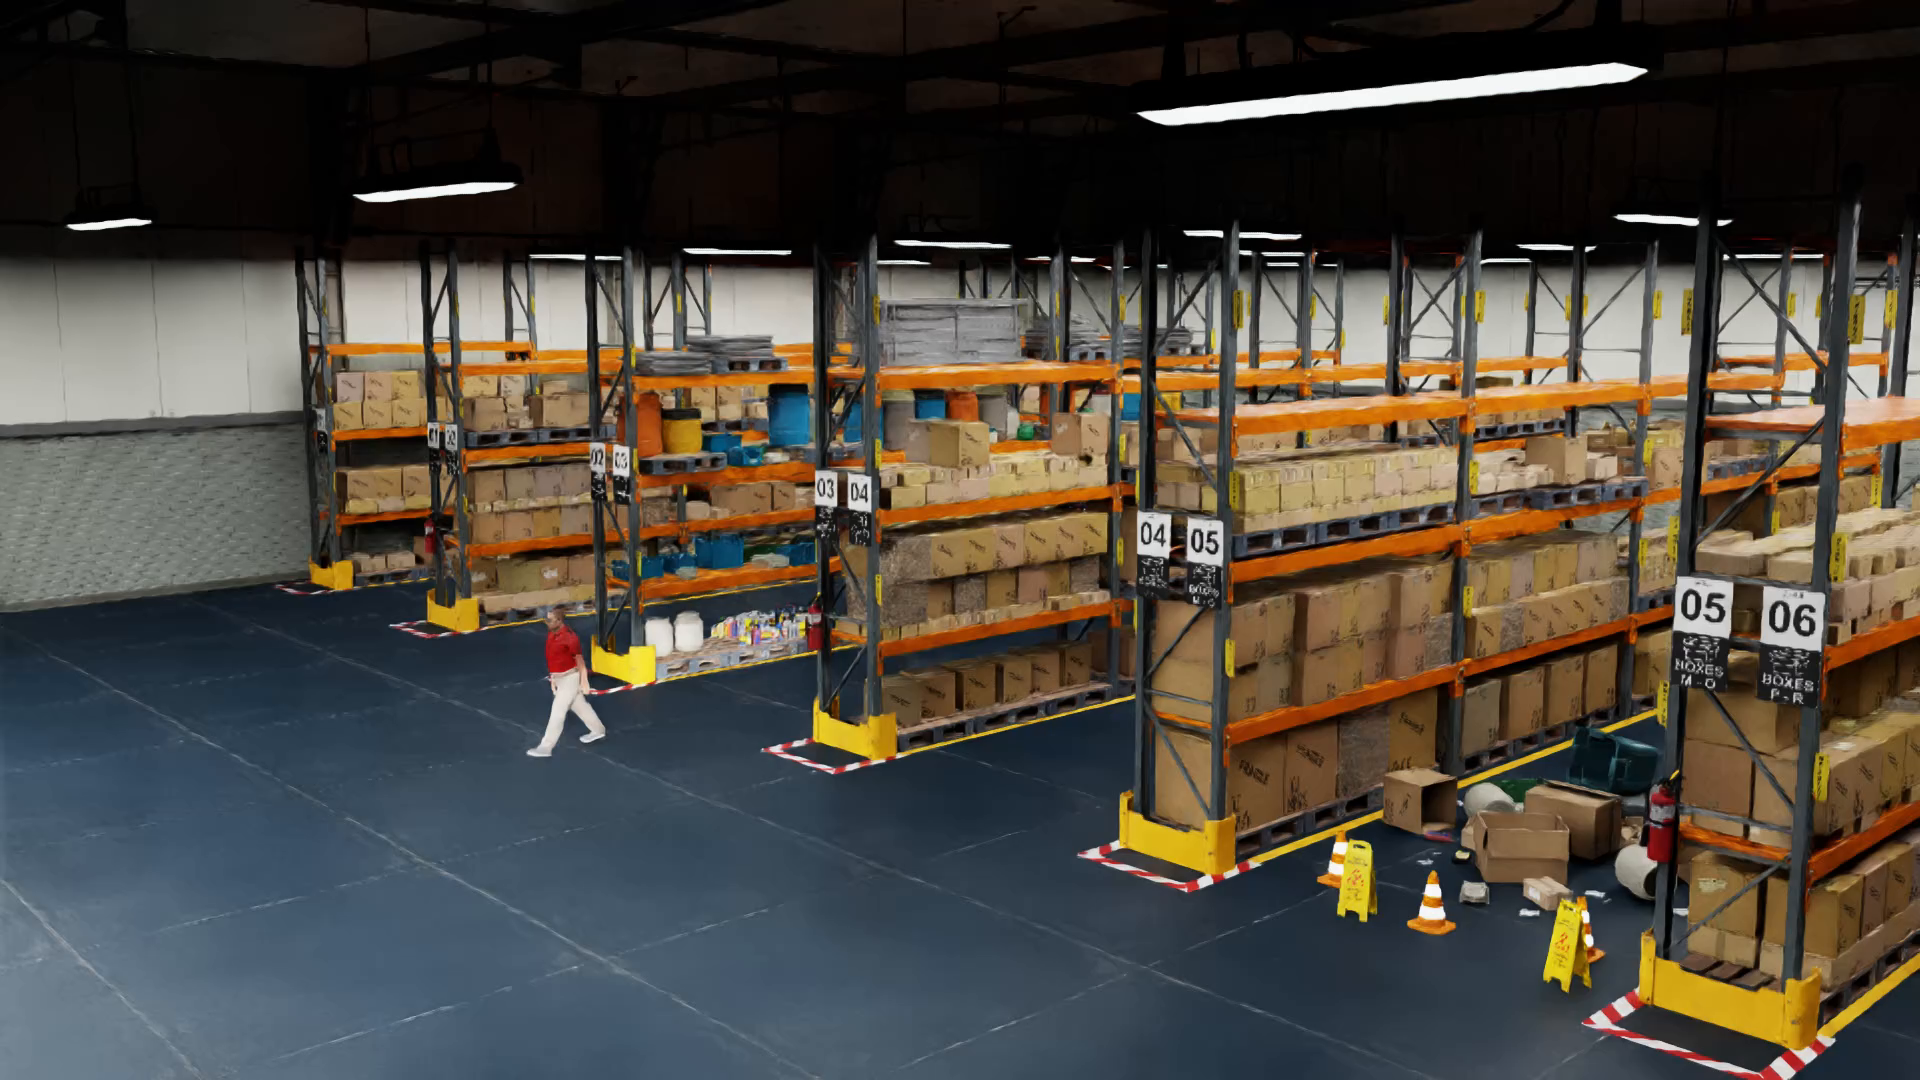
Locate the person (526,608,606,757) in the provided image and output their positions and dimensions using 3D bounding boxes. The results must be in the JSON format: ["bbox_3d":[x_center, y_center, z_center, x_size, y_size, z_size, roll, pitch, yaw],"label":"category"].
[{"bbox_3d":[-4.526,1.575,18.914,1.116,1.645,0.542,-7,11,-40],"label":"person"}]
